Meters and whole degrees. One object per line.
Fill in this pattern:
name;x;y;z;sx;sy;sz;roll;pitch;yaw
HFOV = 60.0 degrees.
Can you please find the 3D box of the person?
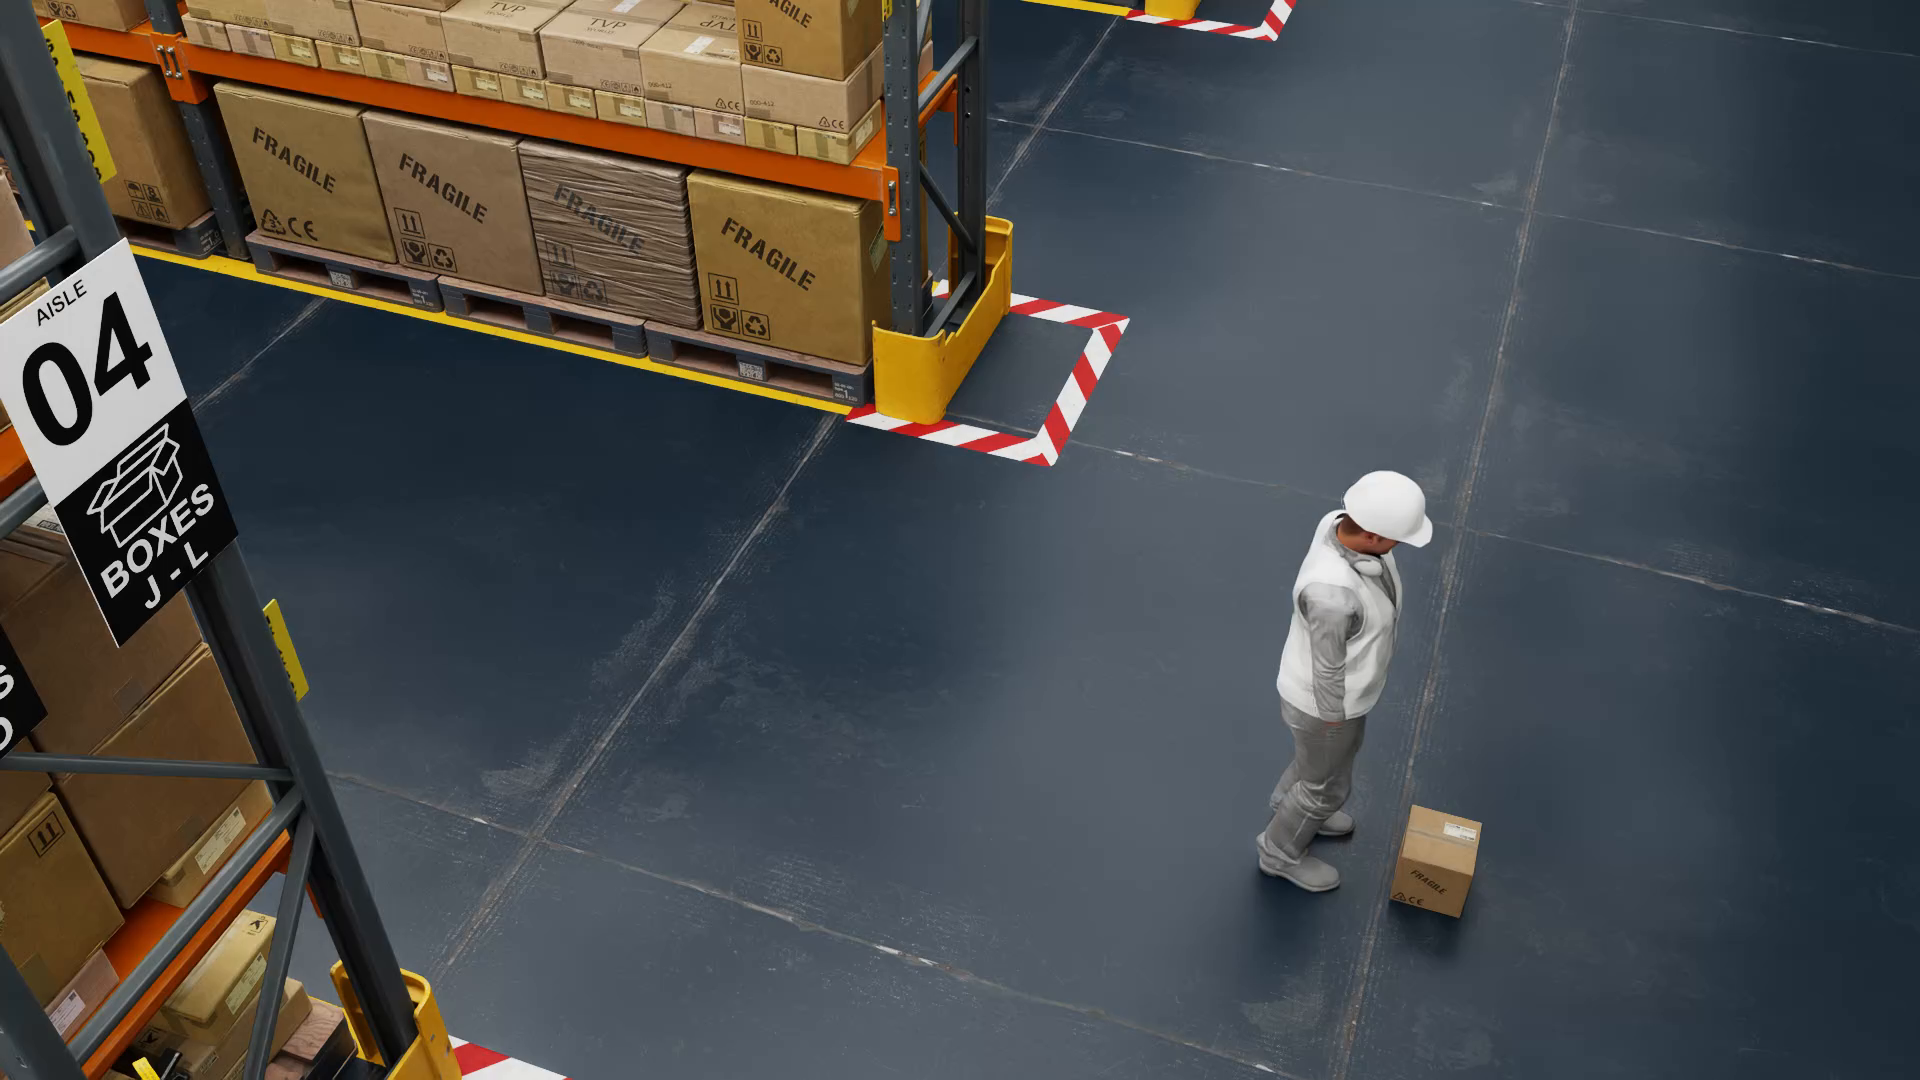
person;1.278;0.460;5.630;0.378;1.760;0.537;14;43;16
